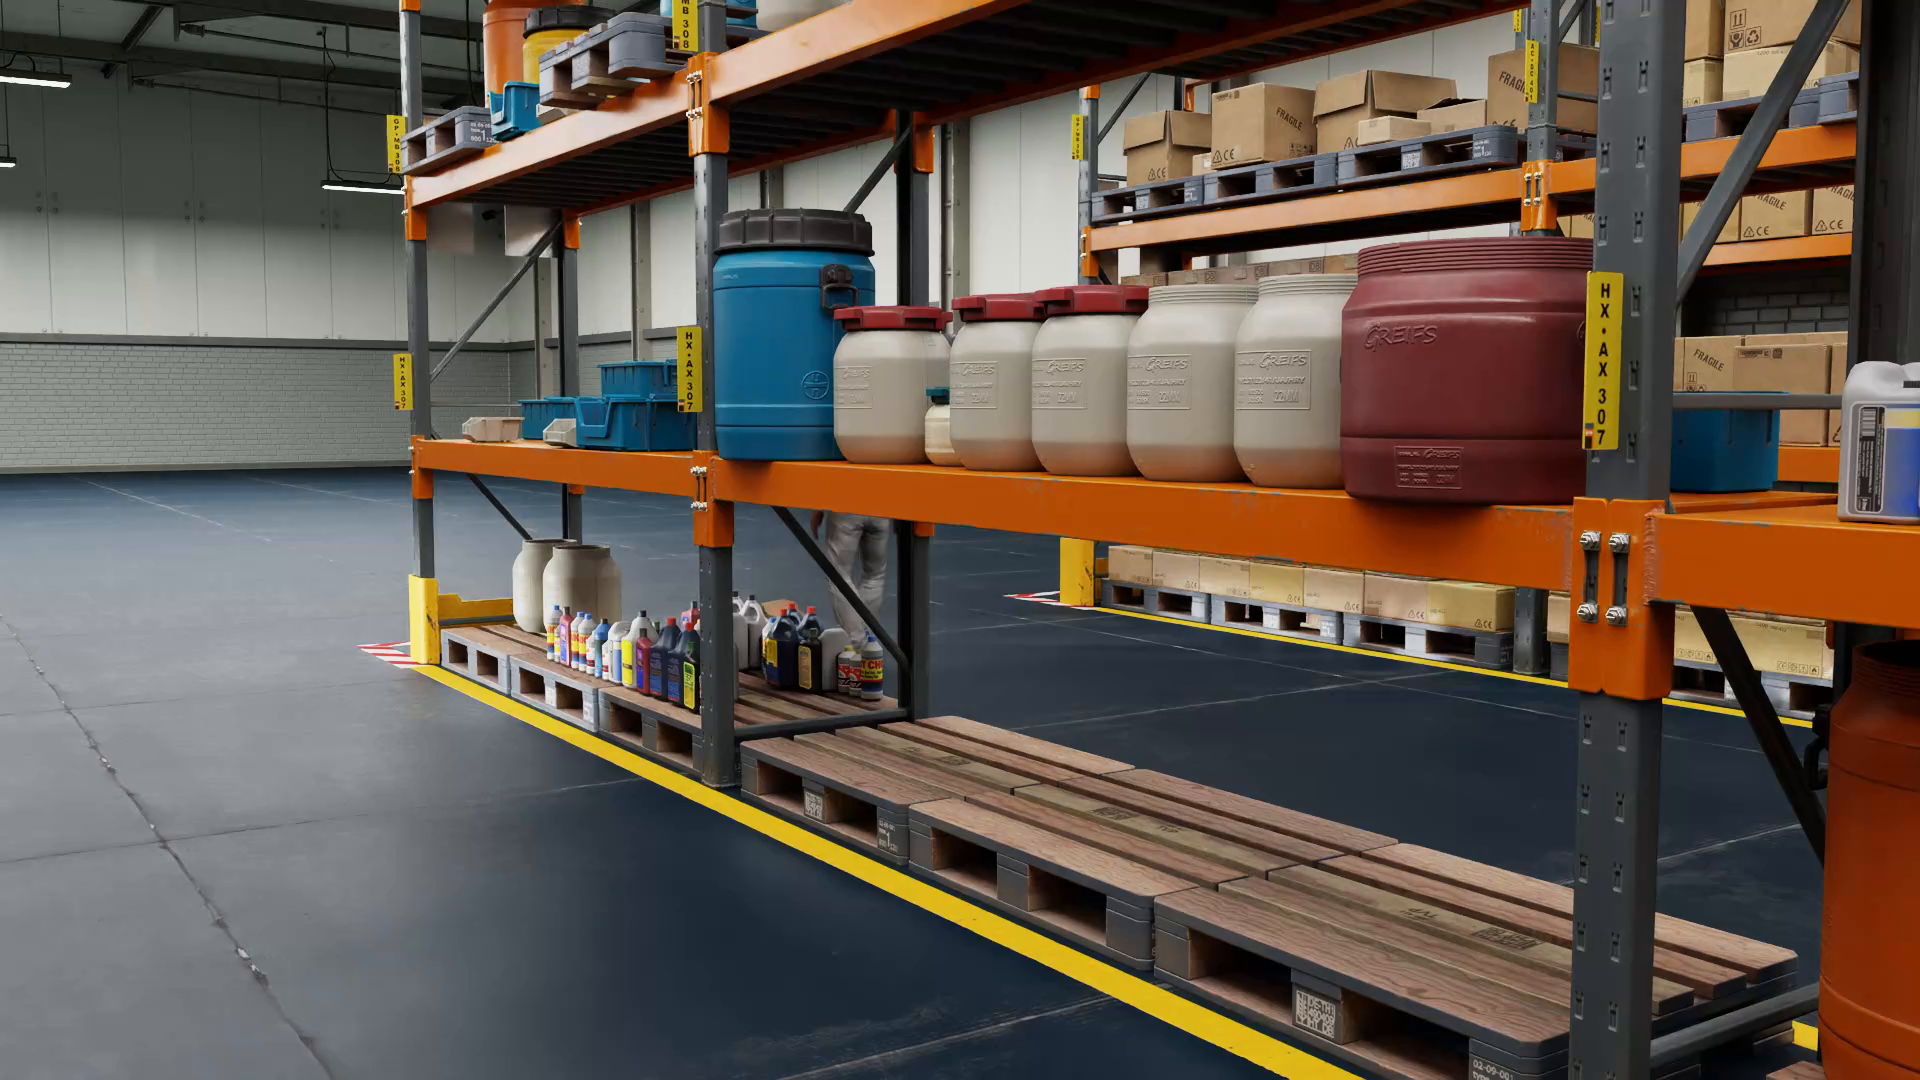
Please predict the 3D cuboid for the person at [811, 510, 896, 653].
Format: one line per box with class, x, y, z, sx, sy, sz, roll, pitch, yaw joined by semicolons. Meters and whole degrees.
person;-0.559;-0.156;9.646;0.600;1.755;0.581;-1;5;-15
